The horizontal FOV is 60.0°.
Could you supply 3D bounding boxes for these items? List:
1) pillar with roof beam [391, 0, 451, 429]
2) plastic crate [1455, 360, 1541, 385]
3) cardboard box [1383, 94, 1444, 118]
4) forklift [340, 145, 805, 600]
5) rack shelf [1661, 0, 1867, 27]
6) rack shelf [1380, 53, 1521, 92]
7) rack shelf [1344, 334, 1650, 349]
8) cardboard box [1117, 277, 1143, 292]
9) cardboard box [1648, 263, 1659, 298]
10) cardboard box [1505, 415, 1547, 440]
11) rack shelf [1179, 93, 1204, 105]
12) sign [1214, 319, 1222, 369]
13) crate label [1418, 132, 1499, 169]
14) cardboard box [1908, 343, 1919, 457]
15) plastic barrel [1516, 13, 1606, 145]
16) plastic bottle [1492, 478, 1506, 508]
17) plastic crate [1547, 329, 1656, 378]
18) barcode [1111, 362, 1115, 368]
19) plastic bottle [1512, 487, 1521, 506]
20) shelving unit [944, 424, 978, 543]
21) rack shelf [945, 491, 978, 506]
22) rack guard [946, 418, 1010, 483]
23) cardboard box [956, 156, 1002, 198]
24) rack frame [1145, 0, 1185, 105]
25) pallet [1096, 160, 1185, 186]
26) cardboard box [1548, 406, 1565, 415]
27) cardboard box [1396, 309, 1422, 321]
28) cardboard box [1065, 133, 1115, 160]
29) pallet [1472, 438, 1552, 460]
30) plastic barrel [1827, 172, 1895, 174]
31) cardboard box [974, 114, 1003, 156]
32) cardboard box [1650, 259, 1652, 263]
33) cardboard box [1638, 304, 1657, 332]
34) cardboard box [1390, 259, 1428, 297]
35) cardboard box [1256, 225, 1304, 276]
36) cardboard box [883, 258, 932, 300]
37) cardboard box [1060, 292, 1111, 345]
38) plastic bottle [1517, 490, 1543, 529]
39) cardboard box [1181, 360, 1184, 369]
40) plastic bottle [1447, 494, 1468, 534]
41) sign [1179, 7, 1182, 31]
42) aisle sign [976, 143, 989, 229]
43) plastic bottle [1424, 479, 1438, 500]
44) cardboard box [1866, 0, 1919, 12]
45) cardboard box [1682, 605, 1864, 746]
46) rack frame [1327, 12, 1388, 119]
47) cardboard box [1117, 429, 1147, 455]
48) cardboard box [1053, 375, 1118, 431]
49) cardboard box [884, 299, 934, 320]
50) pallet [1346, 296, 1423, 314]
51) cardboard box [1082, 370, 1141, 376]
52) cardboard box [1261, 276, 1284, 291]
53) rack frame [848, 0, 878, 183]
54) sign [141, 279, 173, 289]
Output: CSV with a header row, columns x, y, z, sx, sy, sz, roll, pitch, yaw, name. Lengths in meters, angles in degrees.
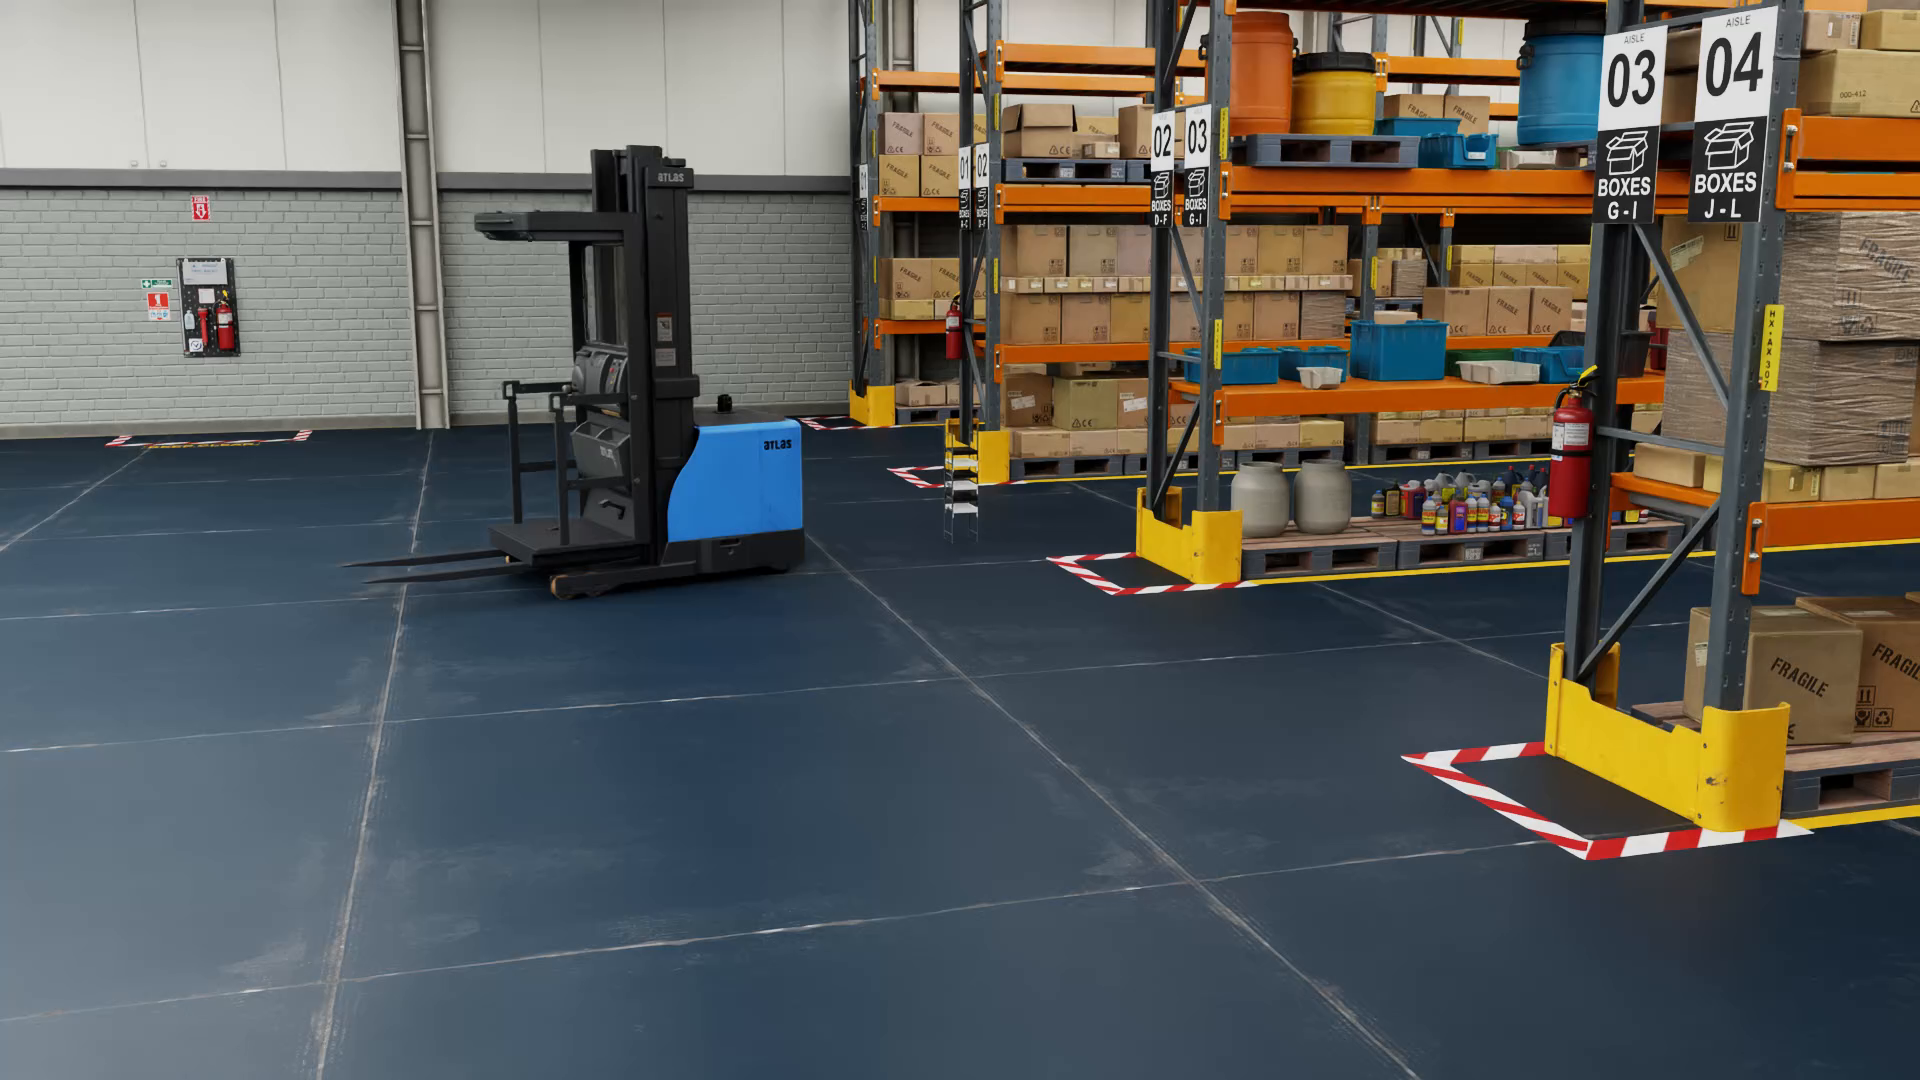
x,y,z,sx,sy,sz,roll,pitch,yaw,name
-5.326,-5.073,15.748,0.400,9.000,9.100,-3,11,-16,pillar with roof beam
3.923,-1.213,12.079,0.437,0.136,0.530,-3,11,-16,plastic crate
4.633,-4.331,17.187,0.500,0.500,0.500,-3,11,-15,cardboard box
-2.626,-1.157,11.234,3.031,2.935,1.130,-6,12,-32,forklift
7.331,-3.970,12.848,4.000,0.370,1.077,-3,11,-16,rack shelf
5.950,-4.831,17.527,4.000,0.370,1.077,-3,11,-16,rack shelf
5.950,-2.078,18.034,4.000,0.370,1.077,-3,11,-16,rack shelf
1.617,-2.531,16.441,0.250,0.149,0.380,-3,11,-18,cardboard box
9.950,-3.734,23.892,0.500,0.500,0.500,-3,11,-17,cardboard box
5.963,-1.240,17.930,0.500,0.250,0.500,-3,11,-15,cardboard box
4.562,-5.692,22.203,4.000,0.370,1.077,-3,11,-16,rack shelf
1.720,-1.307,11.095,0.005,0.325,0.100,-3,11,-16,sign
3.460,-2.706,11.585,0.408,0.251,0.502,-3,11,-16,crate label
3.937,-0.670,7.304,0.500,0.500,0.875,-3,11,-16,cardboard box
4.425,-3.365,12.213,0.708,0.901,0.600,-3,11,-16,plastic barrel
4.208,-0.351,12.990,0.097,0.271,0.097,0,10,0,plastic bottle
4.873,-1.434,12.722,0.504,0.338,0.767,-3,11,-16,plastic crate
2.056,-2.350,22.331,0.075,0.075,0.001,-3,11,-16,barcode
4.191,-0.252,12.415,0.133,0.283,0.061,-3,11,-16,plastic bottle
0.008,-0.443,12.967,0.210,0.900,0.258,-3,11,-16,shelving unit
0.008,-0.322,12.990,0.200,0.077,0.258,-3,11,-16,rack shelf
0.166,-0.897,16.539,0.348,0.500,1.175,-3,11,-16,rack guard
0.215,-4.544,20.830,0.500,0.500,0.500,-2,11,-13,cardboard box
2.642,-6.142,21.552,0.127,3.000,1.000,-3,11,-16,rack frame
2.049,-3.653,16.565,1.213,0.211,1.003,-3,11,-16,pallet
6.454,-1.541,18.017,0.500,0.311,0.500,-3,11,-16,cardboard box
4.823,-2.340,17.846,0.258,0.266,0.396,-3,11,-17,cardboard box
1.221,-3.909,16.576,0.500,0.250,0.500,-3,11,-16,cardboard box
5.900,-1.065,18.250,1.213,0.211,1.003,-3,11,-16,pallet
7.094,-3.320,13.128,0.708,0.901,0.600,-3,11,-16,plastic barrel
0.224,-5.036,20.741,0.500,0.500,0.500,-3,11,-14,cardboard box
9.946,-4.102,23.819,0.500,0.250,0.500,-3,11,-15,cardboard box
7.509,-2.478,18.468,0.500,0.311,0.500,-2,11,-12,cardboard box
6.034,-3.634,23.007,0.500,0.500,0.700,-4,11,-23,cardboard box
3.121,-2.968,17.024,0.500,0.500,0.700,-3,11,-16,cardboard box
-0.656,-3.265,20.787,0.500,0.500,0.500,-3,11,-16,cardboard box
1.144,-2.226,16.575,0.500,0.500,0.700,-3,11,-14,cardboard box
4.222,-0.229,12.316,0.135,0.276,0.152,-3,11,-15,plastic bottle
3.344,-2.218,22.500,0.500,0.500,0.700,-3,11,-14,cardboard box
3.621,-0.193,12.096,0.133,0.283,0.061,-3,11,-15,plastic bottle
2.776,-6.545,20.943,0.005,0.325,0.100,-3,11,-16,sign
0.212,-3.350,15.777,0.004,0.787,0.394,-3,11,-16,aisle sign
3.594,-0.327,12.848,0.135,0.276,0.152,-3,11,-18,plastic bottle
4.372,-2.444,7.276,0.500,0.500,0.500,-3,11,-16,cardboard box
3.559,0.589,7.308,0.500,0.500,0.500,-1,10,-5,cardboard box
4.030,-5.281,16.876,0.127,3.000,1.000,-3,11,-16,rack frame
1.726,-1.022,16.746,0.500,0.250,0.500,-3,11,-16,cardboard box
1.246,-1.365,16.539,0.500,0.500,0.500,-3,11,-16,cardboard box
-0.641,-2.894,20.842,0.500,0.250,0.500,-3,11,-18,cardboard box
5.828,-3.245,22.916,1.003,0.211,1.213,-3,11,-16,pallet
1.577,-1.483,17.179,0.500,0.500,0.500,-3,11,-16,cardboard box
3.088,-2.608,16.860,0.250,0.149,0.380,-3,11,-16,cardboard box
-1.199,-5.939,20.453,0.127,3.000,1.000,-3,11,-16,rack frame
-9.465,-3.019,19.600,0.331,0.109,0.001,-3,11,-16,sign
